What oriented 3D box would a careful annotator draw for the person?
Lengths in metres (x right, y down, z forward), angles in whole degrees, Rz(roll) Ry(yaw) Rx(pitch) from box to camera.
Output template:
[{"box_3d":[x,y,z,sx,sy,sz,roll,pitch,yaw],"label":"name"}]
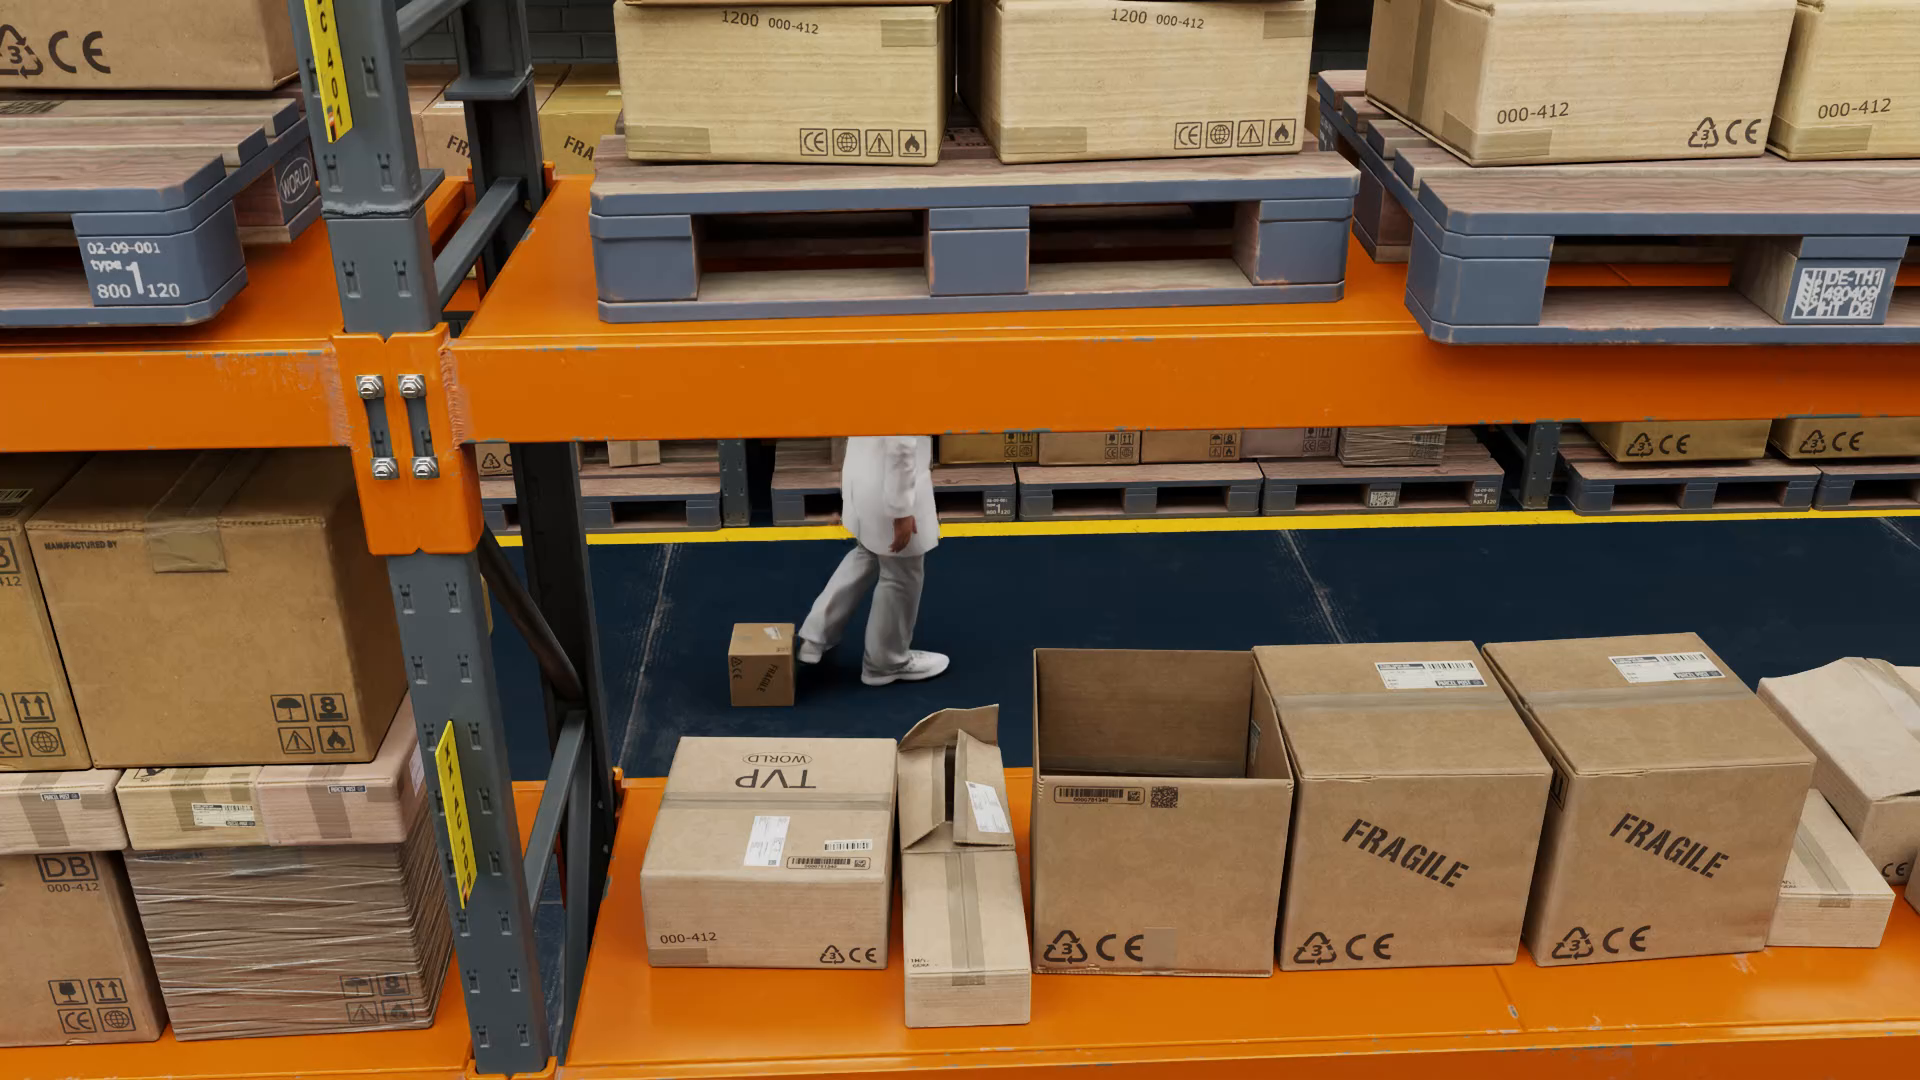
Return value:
[{"box_3d":[-0.363,-0.209,6.537,0.622,1.771,0.625,-13,30,-23],"label":"person"}]
